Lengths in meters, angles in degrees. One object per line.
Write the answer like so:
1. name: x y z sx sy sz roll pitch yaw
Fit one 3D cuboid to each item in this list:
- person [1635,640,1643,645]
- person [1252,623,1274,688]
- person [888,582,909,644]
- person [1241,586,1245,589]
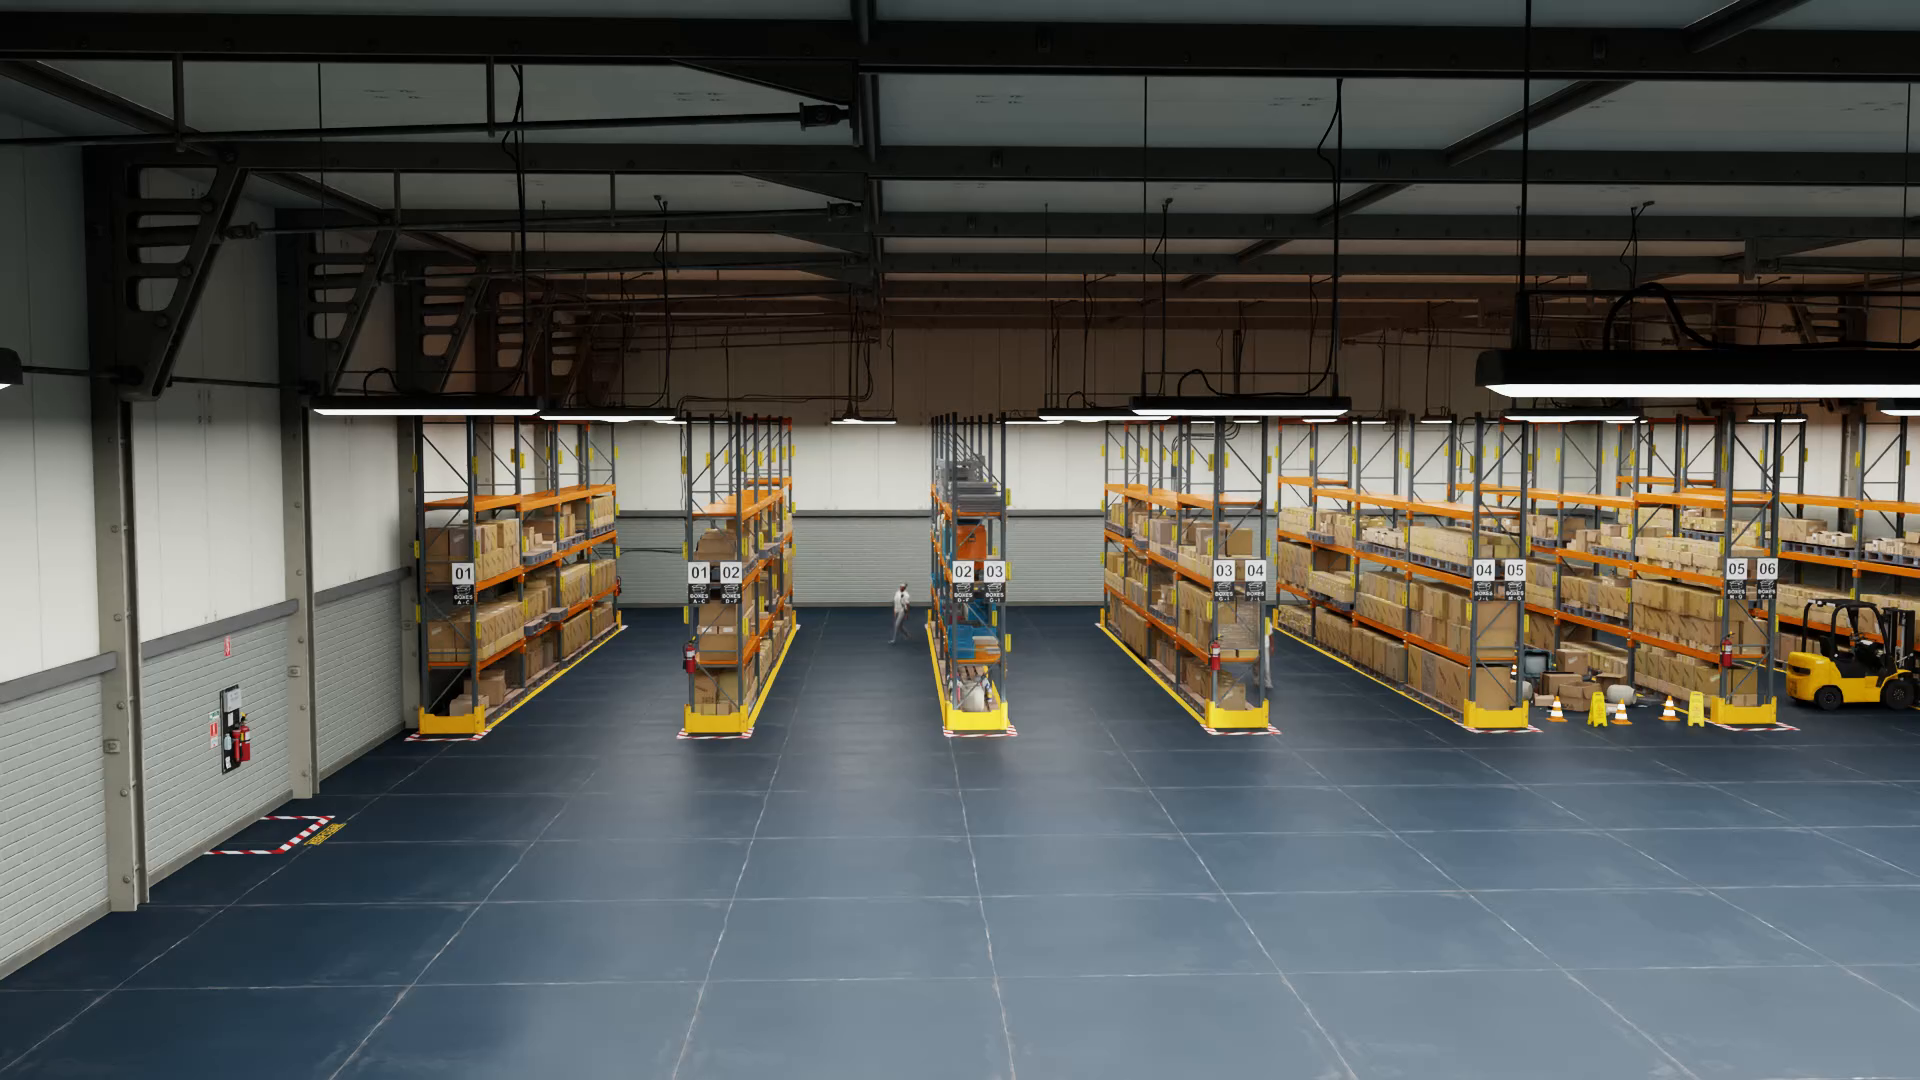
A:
1. person: 18.030 1.952 43.657 0.502 1.702 0.573 -2 4 -25
2. person: 6.590 2.353 36.428 0.616 1.716 0.967 0 4 6
3. person: -1.529 1.908 43.966 0.462 1.626 0.845 3 5 40
4. person: 7.776 1.763 45.031 0.618 1.771 0.490 -4 5 -43
